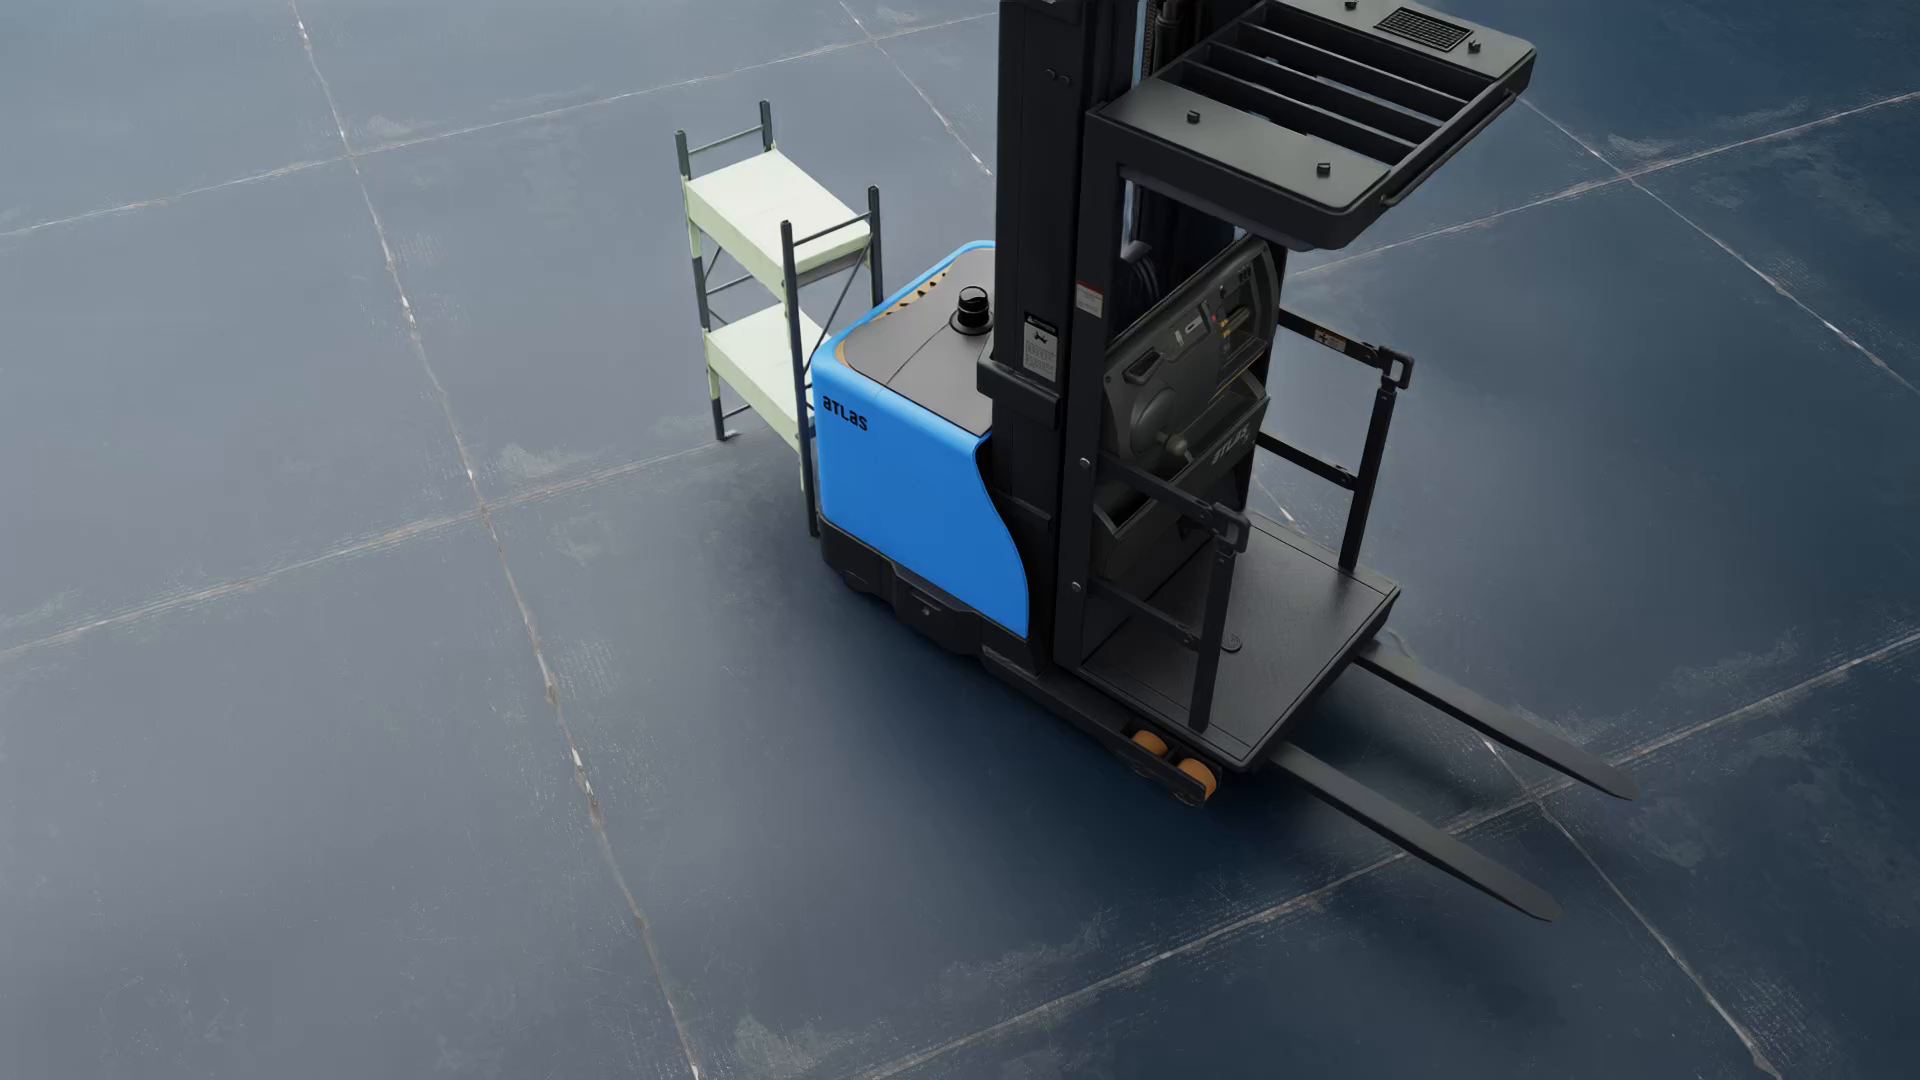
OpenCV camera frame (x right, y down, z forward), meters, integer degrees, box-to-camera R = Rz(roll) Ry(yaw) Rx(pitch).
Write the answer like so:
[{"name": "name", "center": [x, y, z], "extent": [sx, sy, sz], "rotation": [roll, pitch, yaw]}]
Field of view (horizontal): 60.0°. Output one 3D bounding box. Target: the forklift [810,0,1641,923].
[{"name": "forklift", "center": [0.909, -0.542, 5.212], "extent": [3.031, 2.935, 1.130], "rotation": [30, 52, 27]}]

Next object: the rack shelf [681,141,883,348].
[{"name": "rack shelf", "center": [-0.671, -1.122, 6.263], "extent": [0.431, 0.370, 0.720], "rotation": [-27, 51, -25]}]

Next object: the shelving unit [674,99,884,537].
[{"name": "shelving unit", "center": [-0.671, -0.844, 6.537], "extent": [0.431, 1.500, 0.755], "rotation": [-27, 51, -25]}]

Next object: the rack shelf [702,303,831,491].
[{"name": "rack shelf", "center": [-0.671, -0.612, 6.766], "extent": [0.431, 0.370, 0.720], "rotation": [-27, 51, -25]}]

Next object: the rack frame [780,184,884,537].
[{"name": "rack frame", "center": [-0.453, -0.637, 6.328], "extent": [0.400, 1.500, 0.023], "rotation": [-27, 51, -25]}]

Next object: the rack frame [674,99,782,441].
[{"name": "rack frame", "center": [-0.888, -1.051, 6.747], "extent": [0.400, 1.500, 0.023], "rotation": [-27, 51, -25]}]
